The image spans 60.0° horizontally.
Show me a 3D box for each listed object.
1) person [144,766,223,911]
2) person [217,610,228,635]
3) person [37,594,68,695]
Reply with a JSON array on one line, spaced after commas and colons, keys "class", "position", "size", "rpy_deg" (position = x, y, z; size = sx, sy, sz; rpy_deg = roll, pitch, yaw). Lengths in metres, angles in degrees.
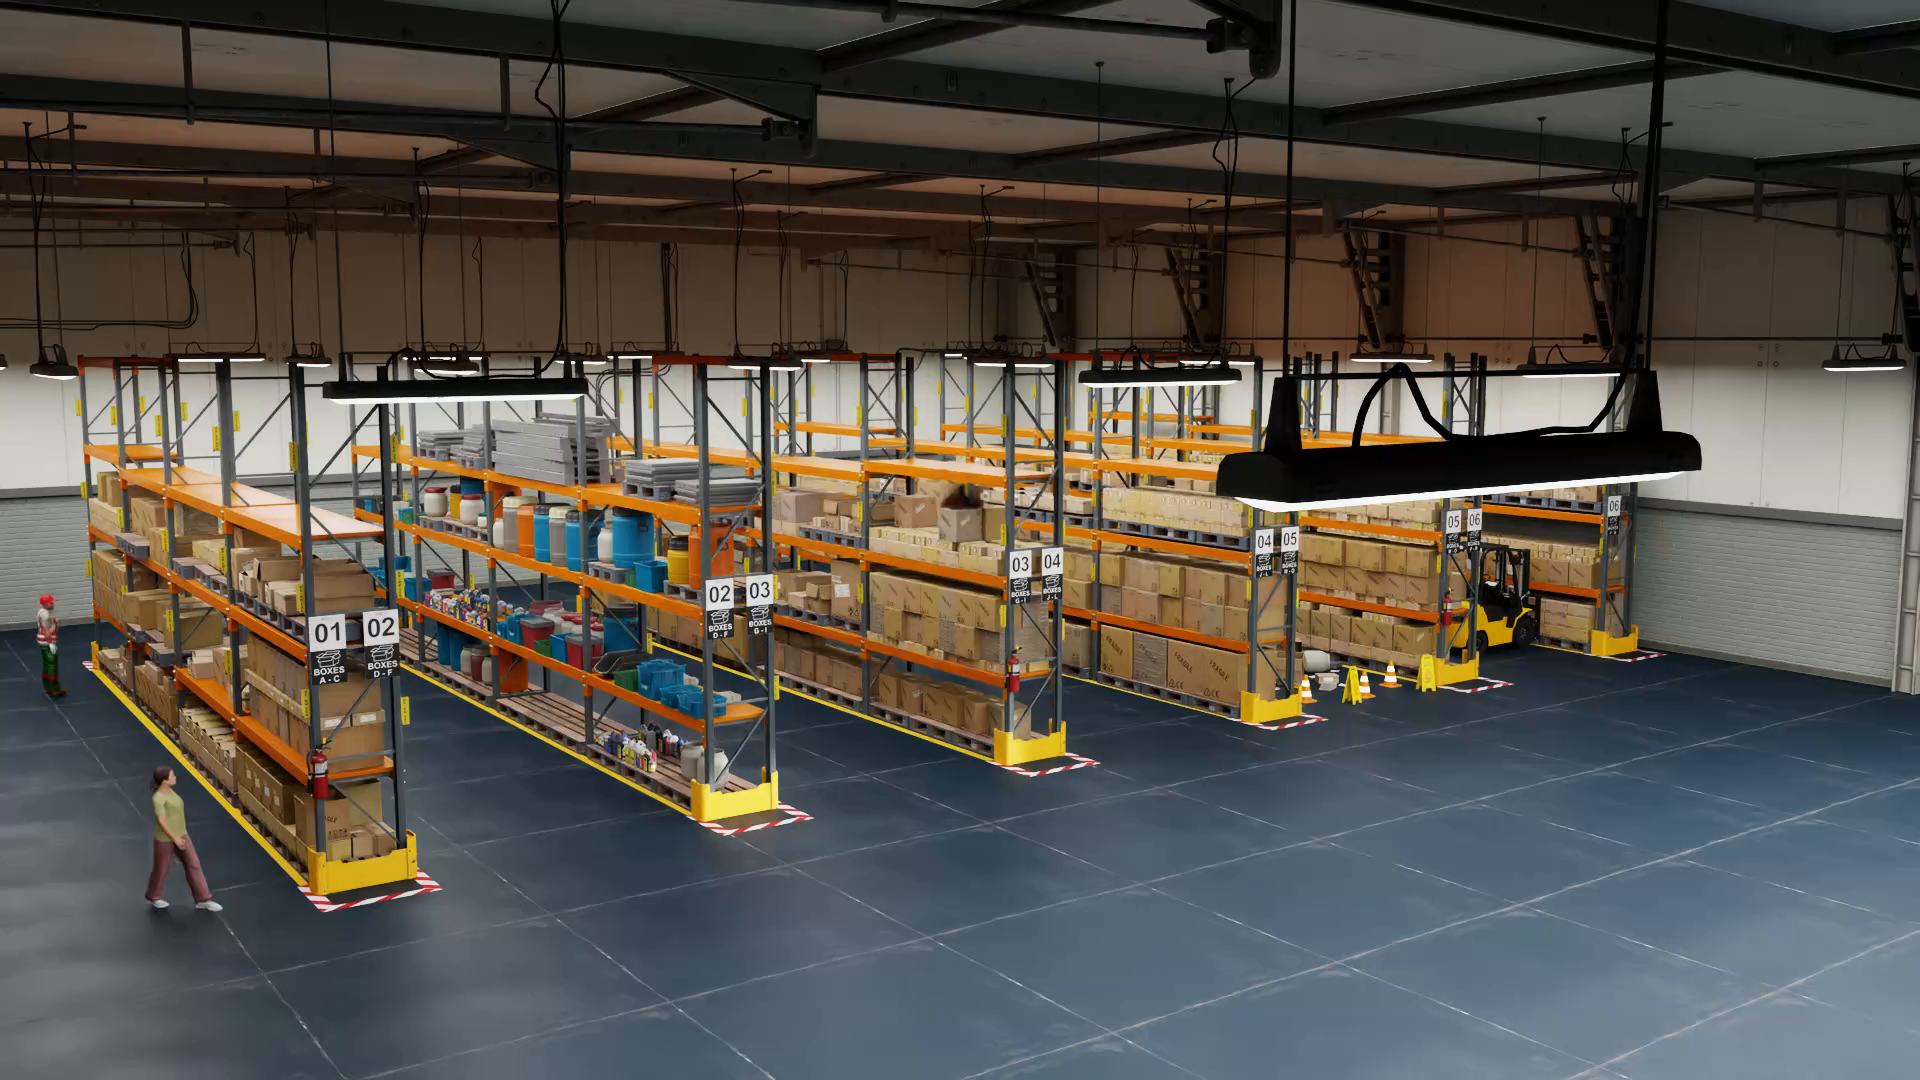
[{"class": "person", "position": [-8.659, 3.292, 18.305], "size": [0.918, 1.637, 0.434], "rpy_deg": [3, 7, 20]}, {"class": "person", "position": [-15.014, 1.455, 33.409], "size": [0.488, 1.696, 0.532], "rpy_deg": [2, 7, 14]}, {"class": "person", "position": [-16.168, 1.850, 29.586], "size": [0.418, 1.792, 0.623], "rpy_deg": [-5, 9, -36]}]
